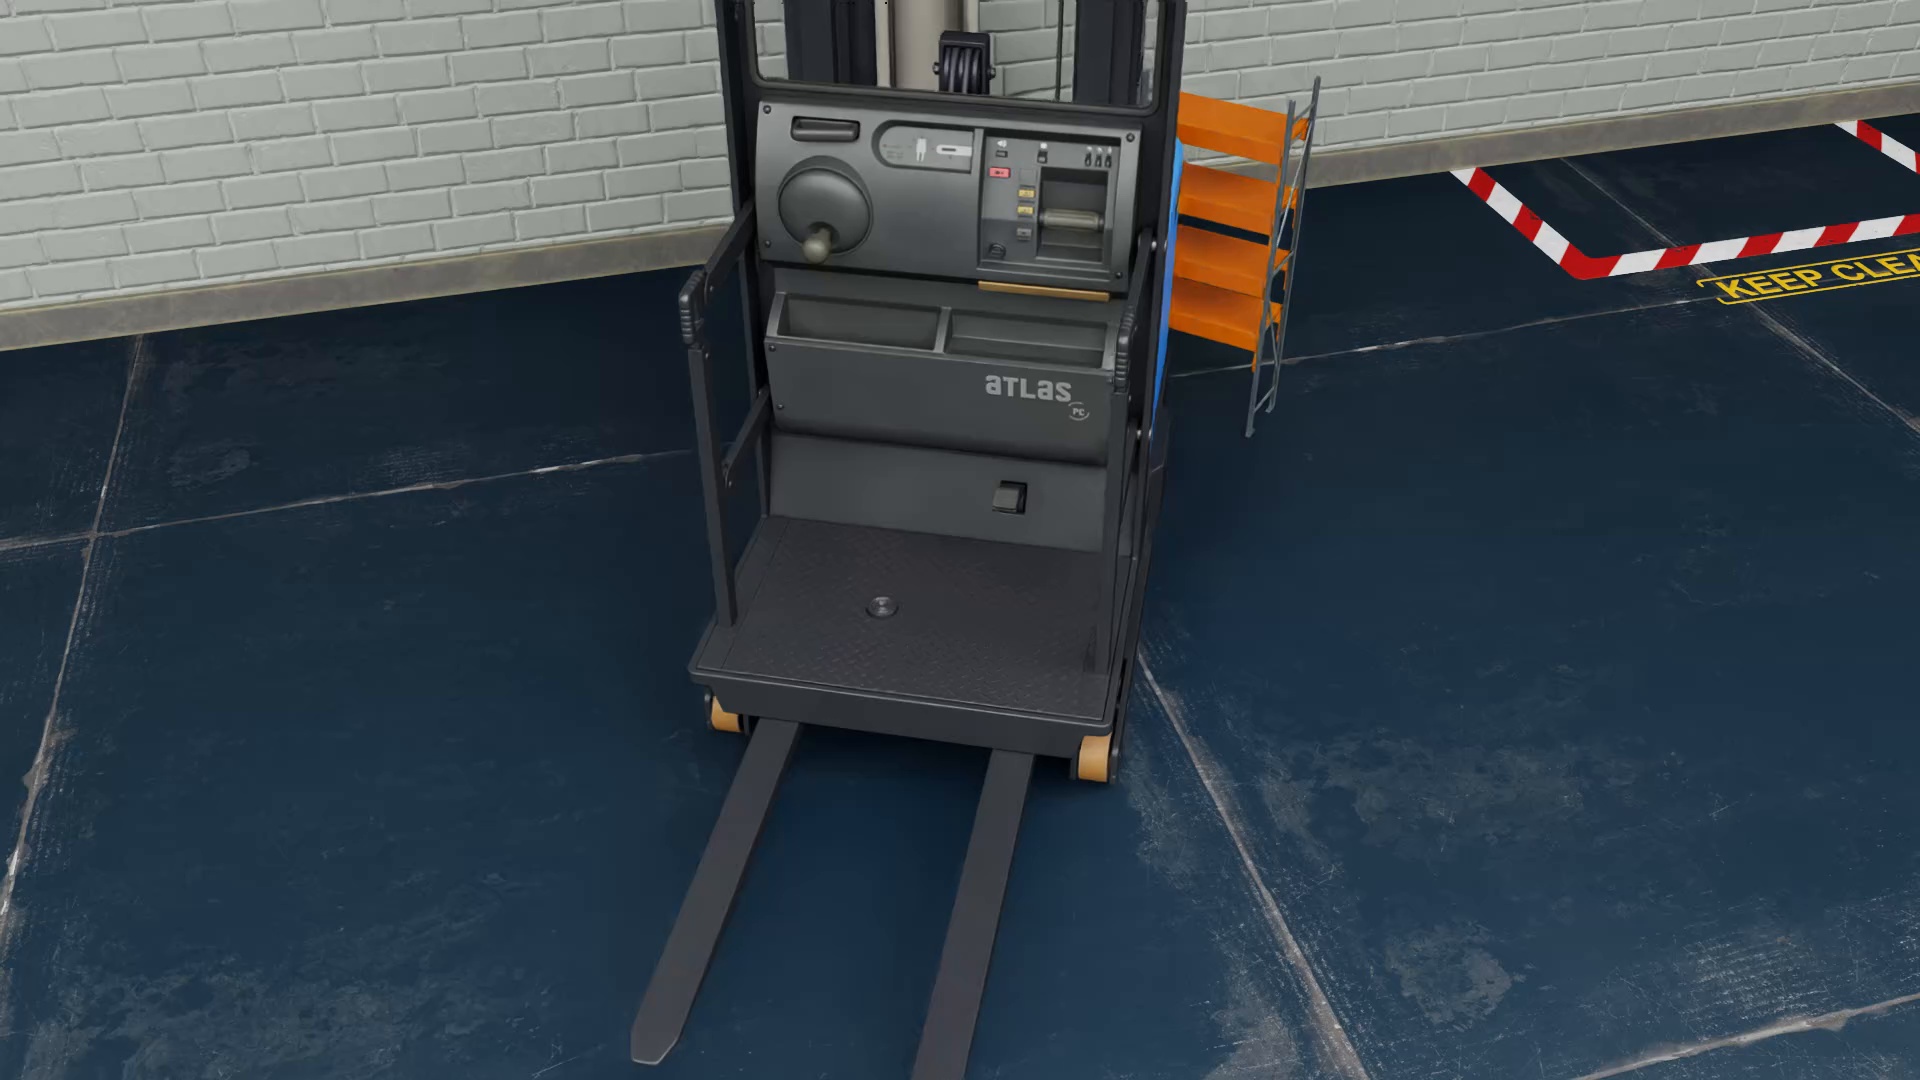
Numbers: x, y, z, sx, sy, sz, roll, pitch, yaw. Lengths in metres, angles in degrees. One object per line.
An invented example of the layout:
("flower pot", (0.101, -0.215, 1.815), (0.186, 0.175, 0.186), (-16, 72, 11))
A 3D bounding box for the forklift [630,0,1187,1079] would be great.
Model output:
("forklift", (-0.076, -0.768, 3.841), (1.130, 2.935, 3.031), (7, 38, 9))

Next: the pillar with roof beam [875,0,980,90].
("pillar with roof beam", (0.965, -2.233, 0.762), (0.400, 9.000, 9.100), (-9, 38, -12))

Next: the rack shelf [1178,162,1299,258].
("rack shelf", (0.839, -1.095, 5.432), (0.480, 0.148, 0.258), (19, 41, 23))

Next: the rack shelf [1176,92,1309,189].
("rack shelf", (0.841, -1.284, 5.291), (0.480, 0.148, 0.258), (19, 41, 23))

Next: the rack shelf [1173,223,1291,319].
("rack shelf", (0.837, -0.915, 5.566), (0.480, 0.148, 0.258), (19, 41, 23))

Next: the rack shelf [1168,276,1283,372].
("rack shelf", (0.836, -0.756, 5.684), (0.480, 0.148, 0.258), (19, 41, 23))

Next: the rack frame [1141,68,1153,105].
("rack frame", (0.626, -1.043, 5.623), (0.015, 1.200, 0.240), (19, 41, 23))

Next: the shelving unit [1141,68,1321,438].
("shelving unit", (0.838, -0.969, 5.526), (0.503, 1.200, 0.258), (19, 41, 23))

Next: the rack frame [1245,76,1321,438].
("rack frame", (1.049, -0.895, 5.429), (0.015, 1.200, 0.240), (19, 41, 23))
